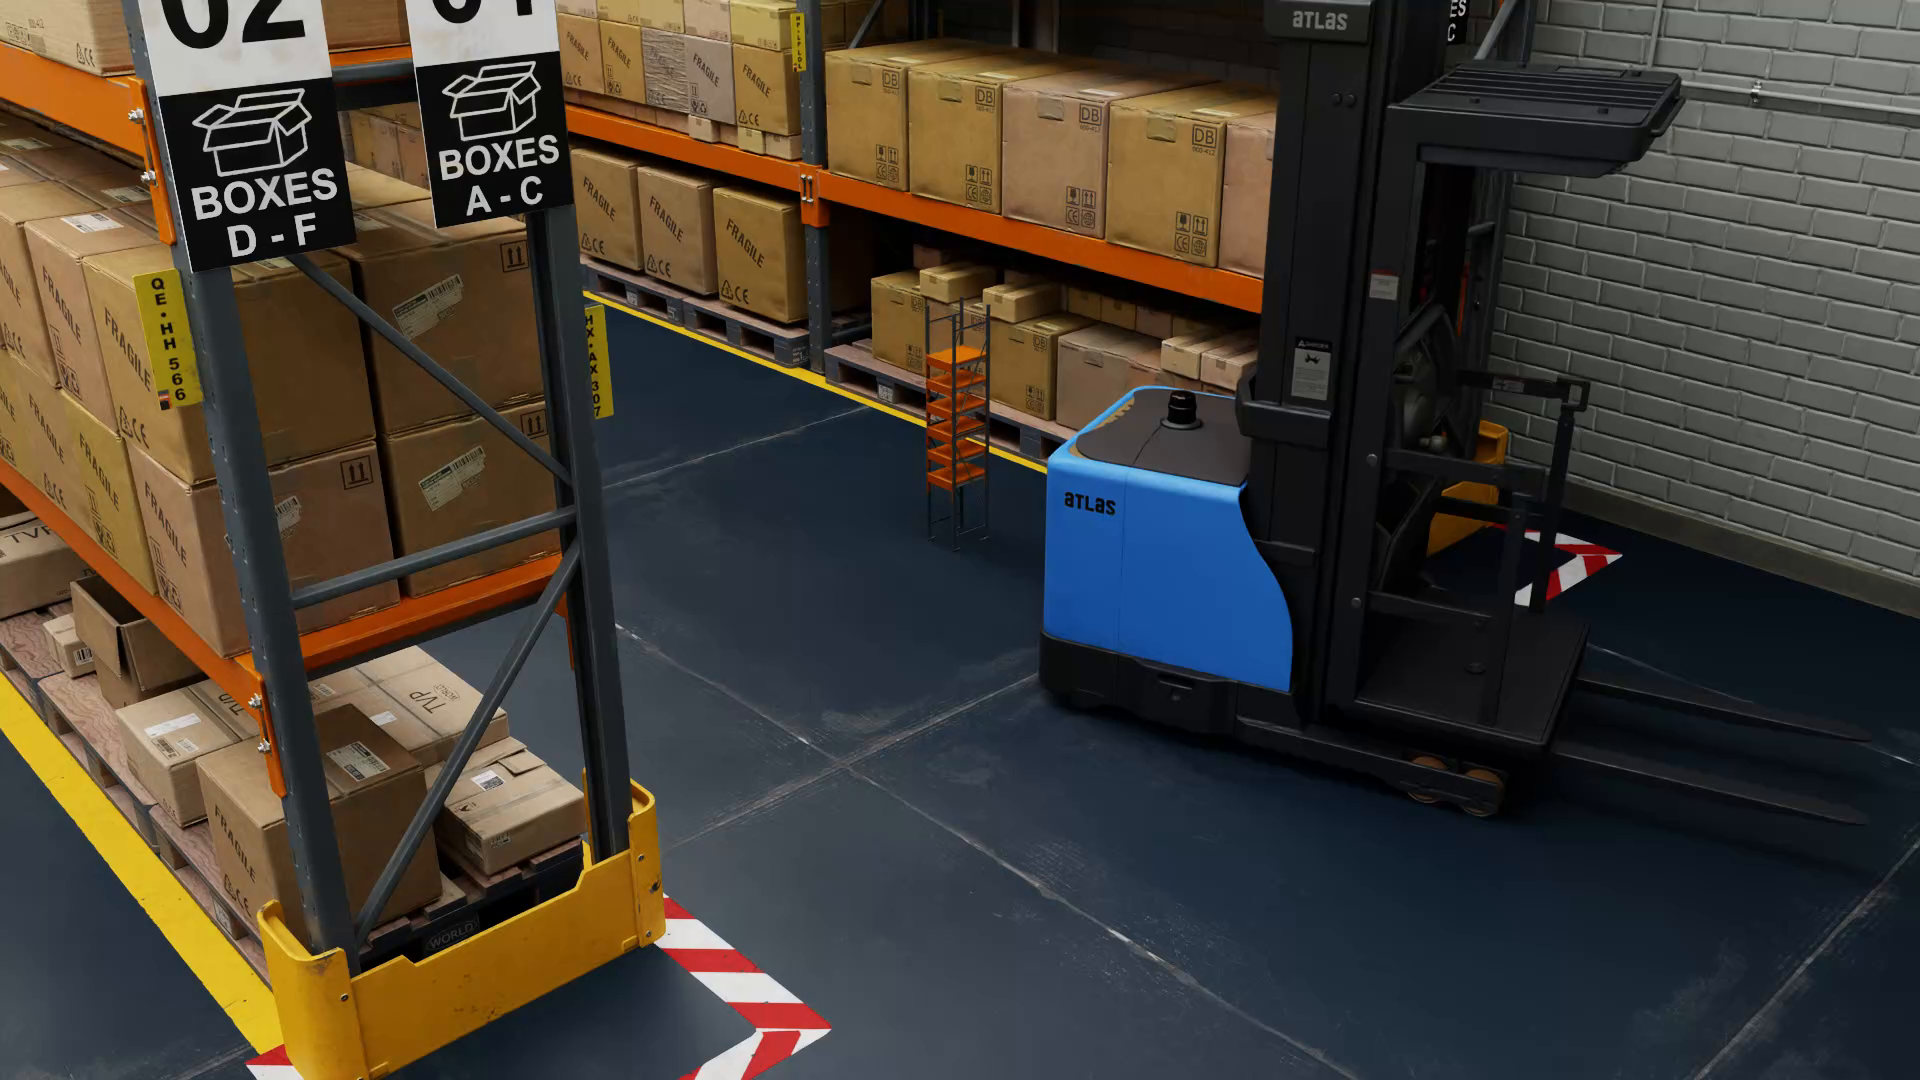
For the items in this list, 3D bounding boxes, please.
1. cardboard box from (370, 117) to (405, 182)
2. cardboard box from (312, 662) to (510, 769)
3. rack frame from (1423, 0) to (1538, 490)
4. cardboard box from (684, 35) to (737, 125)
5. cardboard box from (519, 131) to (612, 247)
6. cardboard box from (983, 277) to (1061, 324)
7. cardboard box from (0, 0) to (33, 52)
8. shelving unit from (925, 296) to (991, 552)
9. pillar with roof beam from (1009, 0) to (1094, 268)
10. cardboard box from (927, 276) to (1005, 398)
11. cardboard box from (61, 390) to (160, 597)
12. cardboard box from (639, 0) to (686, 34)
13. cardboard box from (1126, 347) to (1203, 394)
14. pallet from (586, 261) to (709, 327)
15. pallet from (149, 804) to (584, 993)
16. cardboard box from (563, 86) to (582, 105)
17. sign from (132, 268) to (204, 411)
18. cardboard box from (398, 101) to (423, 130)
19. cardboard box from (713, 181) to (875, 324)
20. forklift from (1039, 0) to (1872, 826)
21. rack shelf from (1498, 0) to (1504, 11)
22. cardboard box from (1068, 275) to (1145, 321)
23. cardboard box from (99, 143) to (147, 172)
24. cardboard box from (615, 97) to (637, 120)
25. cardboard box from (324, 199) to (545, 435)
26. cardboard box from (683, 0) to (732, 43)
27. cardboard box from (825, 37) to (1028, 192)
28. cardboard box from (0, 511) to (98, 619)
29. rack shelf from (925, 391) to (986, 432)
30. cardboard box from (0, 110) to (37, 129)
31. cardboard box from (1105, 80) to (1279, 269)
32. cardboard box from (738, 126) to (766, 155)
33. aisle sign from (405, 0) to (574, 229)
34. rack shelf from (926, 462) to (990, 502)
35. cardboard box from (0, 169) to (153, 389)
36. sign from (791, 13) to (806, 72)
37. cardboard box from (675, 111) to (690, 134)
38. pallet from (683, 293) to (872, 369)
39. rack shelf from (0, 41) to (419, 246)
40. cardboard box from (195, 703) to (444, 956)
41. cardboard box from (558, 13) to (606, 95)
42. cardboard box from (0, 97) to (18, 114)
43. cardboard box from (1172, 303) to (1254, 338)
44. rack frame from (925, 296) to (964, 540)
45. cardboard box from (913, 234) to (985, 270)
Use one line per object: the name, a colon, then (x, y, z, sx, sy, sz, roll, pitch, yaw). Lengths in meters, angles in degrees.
cardboard box: (-4.792, -3.525, 14.845, 0.700, 0.500, 0.500, -21, 32, -38)
cardboard box: (-1.934, 0.707, 5.869, 0.500, 0.250, 0.500, -21, 32, -38)
rack frame: (2.186, -1.353, 7.603, 1.000, 3.000, 0.127, -21, 32, -38)
cardboard box: (-1.404, -2.975, 10.655, 0.500, 0.500, 0.500, -21, 32, -38)
cardboard box: (-2.875, -2.730, 12.705, 0.750, 0.750, 0.750, -22, 32, -39)
cardboard box: (0.346, -1.345, 9.308, 0.380, 0.149, 0.250, -22, 33, -40)
cardboard box: (-2.305, -1.479, 4.444, 0.500, 0.250, 0.500, -21, 32, -38)
shelving unit: (-0.010, -0.550, 8.011, 0.258, 1.200, 0.189, -21, 32, -38)
pillar with roof beam: (-2.581, -4.107, 6.410, 9.100, 9.000, 0.400, -21, 32, -38)
cardboard box: (0.229, -1.210, 9.795, 0.700, 0.500, 0.500, -22, 32, -39)
cardboard box: (-2.290, -0.207, 4.969, 0.500, 0.500, 0.500, -21, 32, -38)
cardboard box: (-1.745, -3.477, 10.852, 0.500, 0.250, 0.500, -20, 32, -37)
cardboard box: (1.292, -0.742, 8.769, 0.700, 0.500, 0.500, -21, 32, -39)
pallet: (-1.969, -1.879, 12.114, 1.003, 0.211, 1.213, -21, 32, -38)
pallet: (-2.025, 1.058, 5.678, 1.003, 0.211, 1.213, -21, 32, -38)
cardboard box: (-2.679, -3.282, 12.109, 0.380, 0.149, 0.250, -22, 32, -39)
sign: (-1.846, -0.466, 3.882, 0.100, 0.325, 0.005, -21, 32, -38)
cardboard box: (-4.511, -3.729, 14.389, 0.500, 0.250, 0.500, -21, 32, -39)
cardboard box: (-1.087, -1.938, 10.969, 0.750, 0.750, 0.750, -21, 32, -38)
forklift: (1.871, -0.580, 5.991, 3.031, 2.935, 1.130, 12, 27, 25)
rack shelf: (0.819, -2.997, 8.458, 1.077, 0.370, 4.000, -21, 32, -38)
cardboard box: (0.825, -1.365, 9.353, 0.380, 0.149, 0.250, -22, 32, -39)
cardboard box: (-2.588, -1.119, 5.765, 0.500, 0.500, 0.500, -22, 32, -39)
cardboard box: (-2.170, -3.045, 11.589, 0.380, 0.149, 0.250, -21, 32, -38)
cardboard box: (-1.539, -0.657, 4.750, 0.500, 0.500, 0.500, -20, 31, -37)
cardboard box: (-1.397, -3.323, 10.513, 0.500, 0.250, 0.500, -20, 31, -37)
cardboard box: (-0.189, -2.533, 9.826, 0.980, 0.700, 0.700, -21, 32, -38)
cardboard box: (-4.033, 0.053, 7.230, 0.500, 0.311, 0.500, -21, 32, -38)
rack shelf: (-0.010, -0.619, 7.979, 0.258, 0.103, 0.180, -21, 32, -38)
cardboard box: (-3.692, -1.280, 6.118, 0.500, 0.500, 0.500, -22, 33, -40)
cardboard box: (1.324, -1.859, 8.349, 0.980, 0.700, 0.700, -22, 32, -39)
cardboard box: (-1.176, -2.552, 10.508, 0.380, 0.149, 0.250, -21, 32, -38)
aisle sign: (-1.167, -1.192, 4.117, 0.394, 0.787, 0.004, -21, 32, -38)
rack shelf: (-0.010, -0.291, 8.129, 0.258, 0.103, 0.180, -21, 32, -38)
cardboard box: (-2.636, -0.813, 5.092, 0.500, 0.500, 0.500, -20, 31, -37)
sign: (-0.938, -2.899, 9.691, 0.100, 0.325, 0.005, -21, 32, -38)
cardboard box: (-1.662, -2.799, 11.051, 0.380, 0.149, 0.250, -21, 32, -38)
pallet: (-1.131, -1.509, 11.303, 1.003, 0.211, 1.213, -21, 32, -38)
rack shelf: (-2.795, -1.590, 5.375, 1.077, 0.370, 4.000, -21, 32, -38)
cardboard box: (-1.979, 0.895, 5.155, 0.500, 0.500, 0.500, -21, 32, -38)
cardboard box: (-2.447, -3.435, 11.663, 0.500, 0.500, 0.500, -21, 32, -39)
cardboard box: (-3.627, -1.579, 6.773, 0.500, 0.500, 0.500, -21, 32, -38)
cardboard box: (1.348, -1.134, 8.846, 0.380, 0.149, 0.250, -21, 32, -38)
rack frame: (-0.072, -0.578, 8.071, 0.240, 1.200, 0.006, -21, 32, -38)
cardboard box: (-0.066, -1.759, 10.215, 0.380, 0.149, 0.250, -21, 32, -39)
